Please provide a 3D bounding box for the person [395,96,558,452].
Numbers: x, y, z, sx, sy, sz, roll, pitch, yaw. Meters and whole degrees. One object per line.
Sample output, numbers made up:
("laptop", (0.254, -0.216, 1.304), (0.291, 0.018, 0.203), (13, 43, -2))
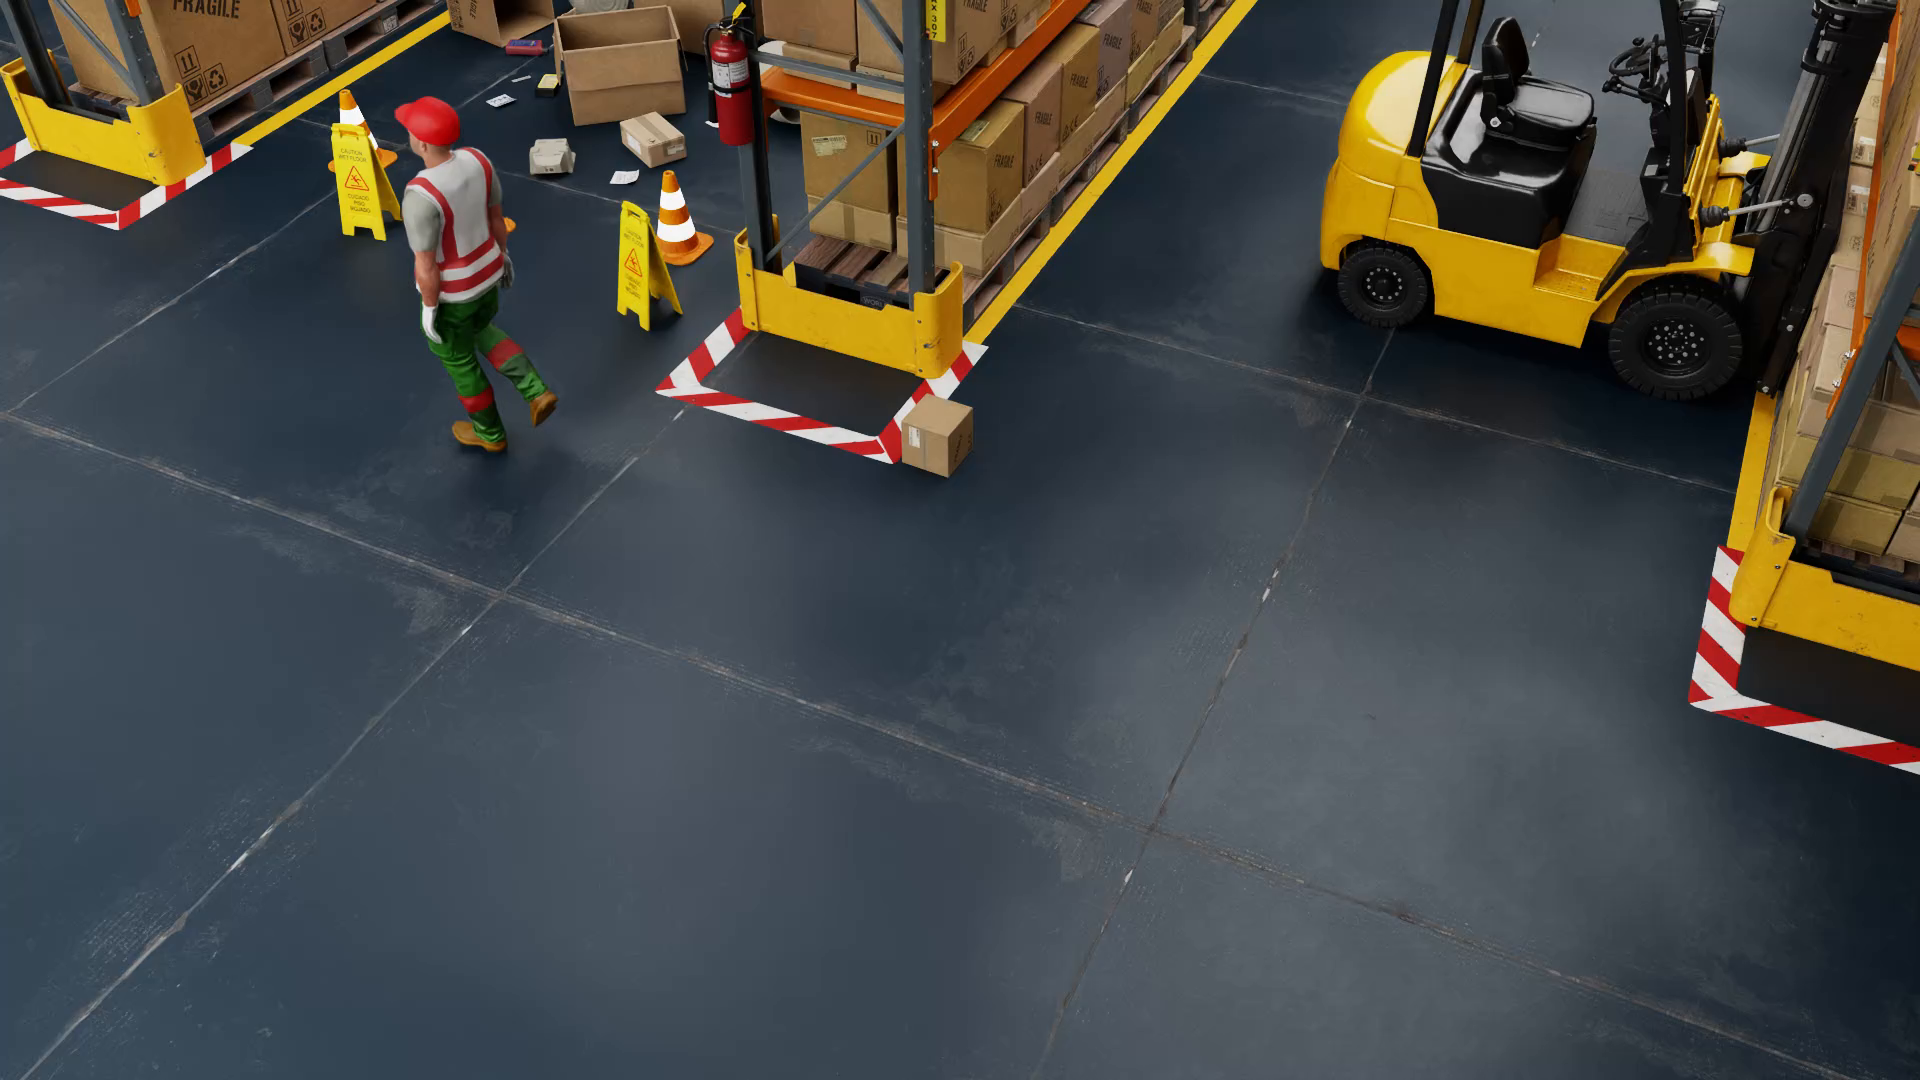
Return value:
("person", (-2.176, -1.138, 7.386), (0.535, 1.780, 0.570), (19, 45, 20))
